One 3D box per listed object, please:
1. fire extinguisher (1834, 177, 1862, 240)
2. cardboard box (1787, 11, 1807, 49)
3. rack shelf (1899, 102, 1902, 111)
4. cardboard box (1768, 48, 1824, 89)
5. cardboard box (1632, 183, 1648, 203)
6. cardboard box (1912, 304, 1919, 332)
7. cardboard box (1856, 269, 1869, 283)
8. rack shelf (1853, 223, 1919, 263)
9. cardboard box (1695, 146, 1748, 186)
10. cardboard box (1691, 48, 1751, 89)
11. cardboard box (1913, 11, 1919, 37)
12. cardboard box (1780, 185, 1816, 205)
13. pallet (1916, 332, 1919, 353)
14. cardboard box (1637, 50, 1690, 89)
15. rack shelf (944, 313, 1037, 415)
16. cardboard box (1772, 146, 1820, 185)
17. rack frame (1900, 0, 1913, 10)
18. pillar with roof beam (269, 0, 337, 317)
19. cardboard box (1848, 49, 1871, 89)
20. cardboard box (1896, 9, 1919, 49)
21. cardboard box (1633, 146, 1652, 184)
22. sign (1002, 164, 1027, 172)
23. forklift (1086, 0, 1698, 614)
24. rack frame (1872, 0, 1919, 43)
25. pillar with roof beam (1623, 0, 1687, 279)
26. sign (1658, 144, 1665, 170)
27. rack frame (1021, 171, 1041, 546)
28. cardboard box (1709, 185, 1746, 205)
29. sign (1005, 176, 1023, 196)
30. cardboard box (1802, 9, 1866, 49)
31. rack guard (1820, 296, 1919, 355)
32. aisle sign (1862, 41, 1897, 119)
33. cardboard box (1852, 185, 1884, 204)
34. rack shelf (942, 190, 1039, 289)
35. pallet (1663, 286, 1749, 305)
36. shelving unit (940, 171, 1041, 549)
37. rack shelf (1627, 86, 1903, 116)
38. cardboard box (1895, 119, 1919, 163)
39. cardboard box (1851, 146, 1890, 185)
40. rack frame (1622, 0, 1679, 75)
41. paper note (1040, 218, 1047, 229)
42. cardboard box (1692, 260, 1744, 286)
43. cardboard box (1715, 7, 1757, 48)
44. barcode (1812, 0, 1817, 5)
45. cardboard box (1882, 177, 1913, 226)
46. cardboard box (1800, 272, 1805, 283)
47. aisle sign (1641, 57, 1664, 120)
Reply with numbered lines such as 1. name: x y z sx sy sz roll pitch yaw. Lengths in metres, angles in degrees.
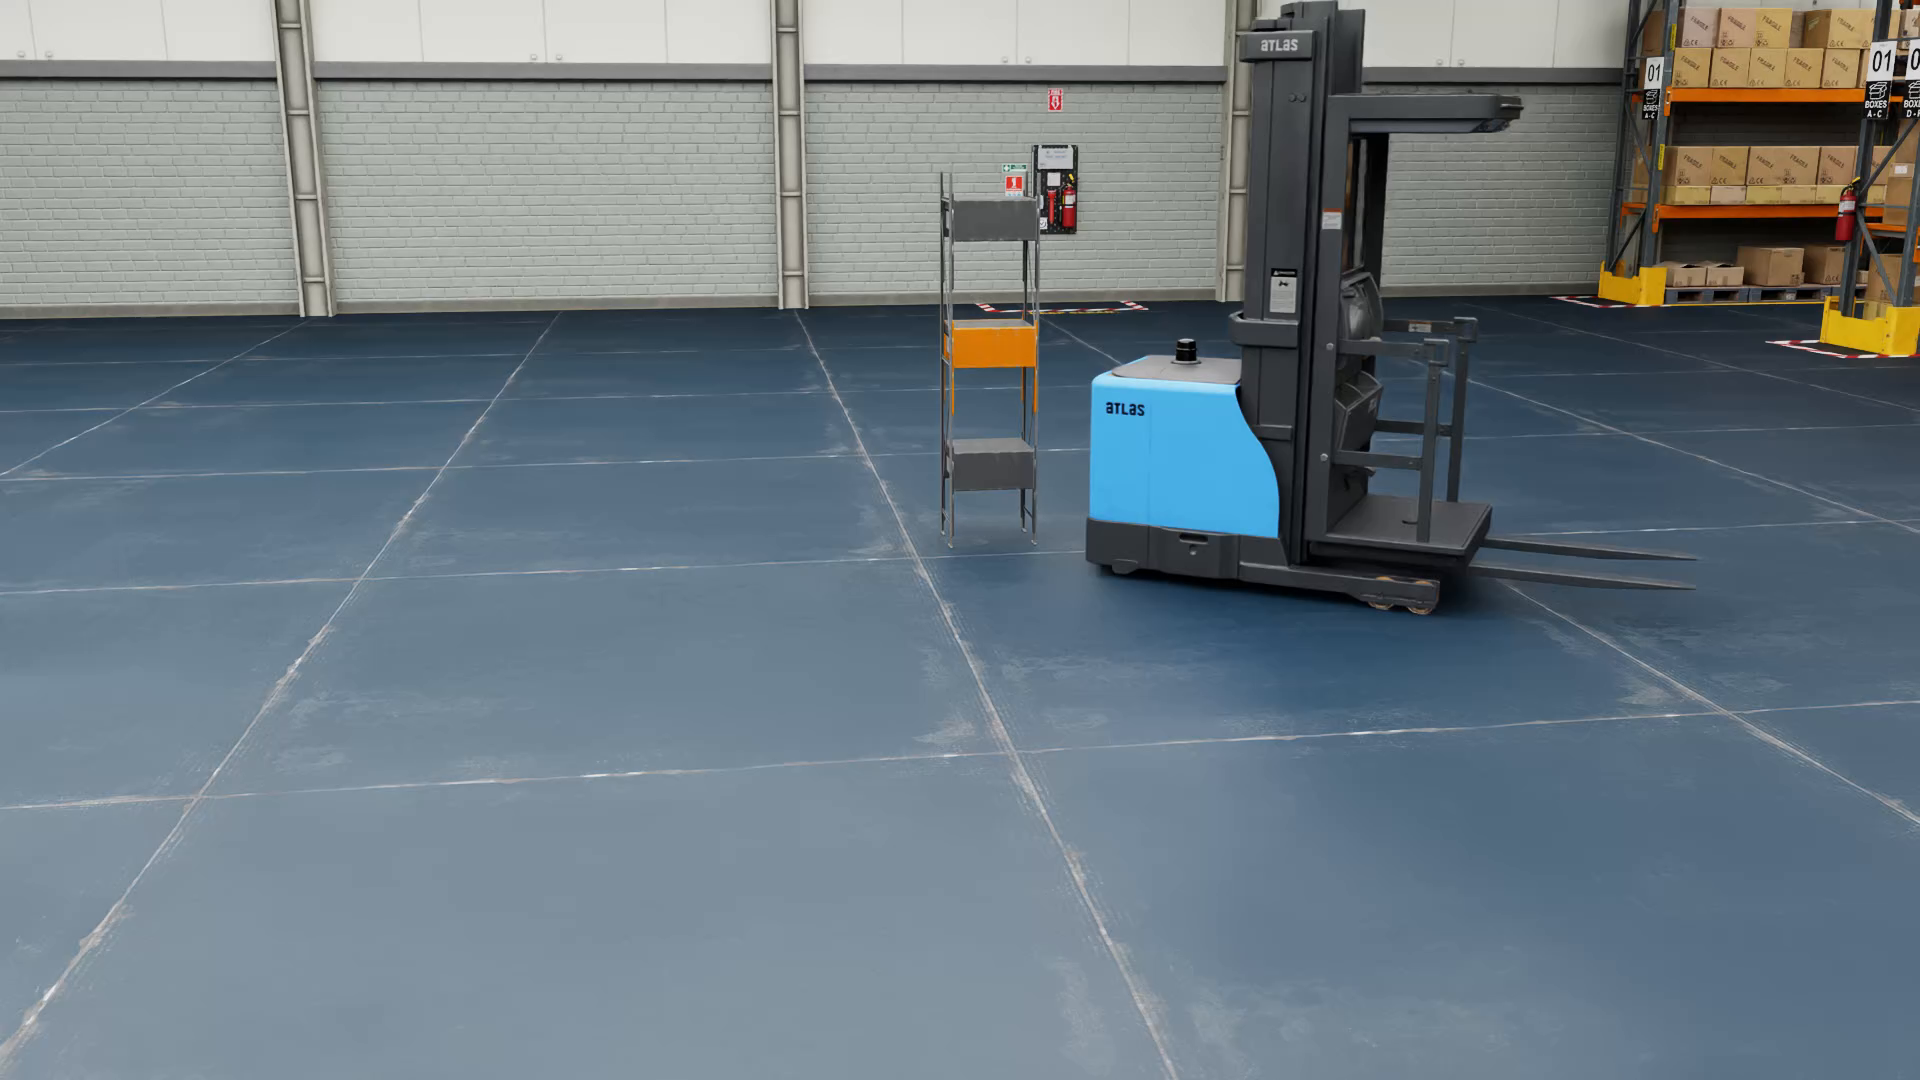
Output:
1. fire extinguisher: 9.658 -3.606 18.093 0.183 0.674 0.296 -2 14 -8
2. cardboard box: 11.017 -6.856 22.423 0.500 0.500 0.500 -2 14 -8
3. rack shelf: 15.035 -6.051 22.996 4.000 0.370 1.077 -2 14 -8
4. cardboard box: 11.046 -6.248 22.055 0.500 0.500 0.500 -1 14 -5
5. cardboard box: 9.536 -4.728 22.676 0.500 0.250 0.500 -2 14 -7
6. cardboard box: 10.407 -2.372 17.803 0.500 0.250 0.500 -2 14 -8
7. cardboard box: 12.533 -3.685 23.169 0.250 0.166 0.380 -4 15 -16
8. rack shelf: 11.822 -3.260 18.032 4.000 0.370 1.077 -2 14 -8
9. cardboard box: 10.109 -4.989 22.173 0.500 0.500 0.500 -2 14 -8
10. cardboard box: 10.007 -6.204 21.879 0.500 0.500 0.500 -1 14 -5
11. cardboard box: 10.413 -5.333 17.289 0.637 0.503 0.797 -1 14 -4
12. cardboard box: 11.148 -4.663 22.416 0.500 0.250 0.500 -2 14 -8
13. pallet: 10.594 -2.221 18.145 1.213 0.211 1.003 -2 14 -8
14. cardboard box: 9.477 -6.317 22.330 0.500 0.500 0.500 -1 14 -4
15. rack shelf: 0.164 -1.011 9.494 0.480 0.518 0.431 -2 14 -8
16. cardboard box: 11.130 -5.028 22.328 0.500 0.500 0.500 -2 14 -7
17. rack frame: 13.058 -7.782 22.255 0.127 3.000 1.000 -2 14 -8
18. pillar with roof beam: -7.492 -6.183 15.877 0.400 9.000 9.100 -2 14 -8
19. cardboard box: 12.093 -6.293 22.234 0.500 0.500 0.500 -3 14 -13
20. cardboard box: 12.603 -6.787 22.151 0.500 0.500 0.500 -3 14 -13
21. cardboard box: 9.537 -5.096 22.603 0.500 0.500 0.500 -2 14 -9
22. sign: 0.727 -4.940 22.092 0.331 0.109 0.001 -2 14 -8
23. forklift: 2.243 -1.199 8.479 3.031 2.935 1.130 6 15 23
24. rack frame: 9.844 -6.446 16.926 0.127 3.000 1.000 -2 14 -8
25. pillar with roof beam: 10.307 -6.835 18.478 0.400 9.000 9.100 -2 14 -8
26. sign: 9.183 -5.017 21.781 0.005 0.325 0.100 -2 14 -8
27. rack frame: 0.405 -1.033 9.526 0.015 2.100 0.400 -2 14 -8
28. cardboard box: 10.143 -4.628 22.277 0.500 0.250 0.500 -3 14 -10
29. sign: 0.721 -4.685 22.164 0.234 0.329 0.001 -2 14 -8
30. cardboard box: 11.547 -6.743 21.976 0.500 0.500 0.500 -3 14 -10
31. rack guard: 9.820 -2.323 17.956 0.348 0.500 1.175 -2 14 -8
32. aisle sign: 9.735 -4.865 17.612 0.004 0.787 0.394 -2 14 -8
33. cardboard box: 12.140 -4.703 22.577 0.500 0.250 0.500 -2 14 -8
34. rack shelf: 0.164 -1.690 9.323 0.480 0.518 0.431 -2 14 -8
35. pallet: 9.986 -3.399 22.840 1.213 0.211 1.003 -2 14 -8
36. shelving unit: 0.164 -1.024 9.490 0.503 2.100 0.431 -2 14 -8
37. rack shelf: 11.080 -5.906 22.418 4.000 0.370 1.077 -2 14 -8
38. cardboard box: 10.360 -4.230 17.548 0.500 0.500 0.700 -2 14 -8
39. cardboard box: 12.143 -5.062 22.466 0.500 0.500 0.500 -2 14 -9
40. rack frame: 9.102 -7.637 21.677 0.127 3.000 1.000 -2 14 -8
41. paper note: 1.098 -4.246 22.297 0.142 0.148 0.016 -2 14 -8
42. cardboard box: 10.364 -3.661 22.776 0.500 0.311 0.500 -1 14 -4
43. cardboard box: 10.023 -6.687 21.752 0.500 0.500 0.500 -2 14 -9
44. barcode: 11.619 -7.302 22.600 0.075 0.075 0.001 -2 14 -8
45. cardboard box: 10.307 -3.598 17.699 0.500 0.500 0.700 -2 14 -8
46. cardboard box: 11.473 -3.650 23.066 0.250 0.149 0.380 -3 14 -13
47. aisle sign: 9.076 -5.914 21.792 0.004 0.787 0.394 -2 14 -8
